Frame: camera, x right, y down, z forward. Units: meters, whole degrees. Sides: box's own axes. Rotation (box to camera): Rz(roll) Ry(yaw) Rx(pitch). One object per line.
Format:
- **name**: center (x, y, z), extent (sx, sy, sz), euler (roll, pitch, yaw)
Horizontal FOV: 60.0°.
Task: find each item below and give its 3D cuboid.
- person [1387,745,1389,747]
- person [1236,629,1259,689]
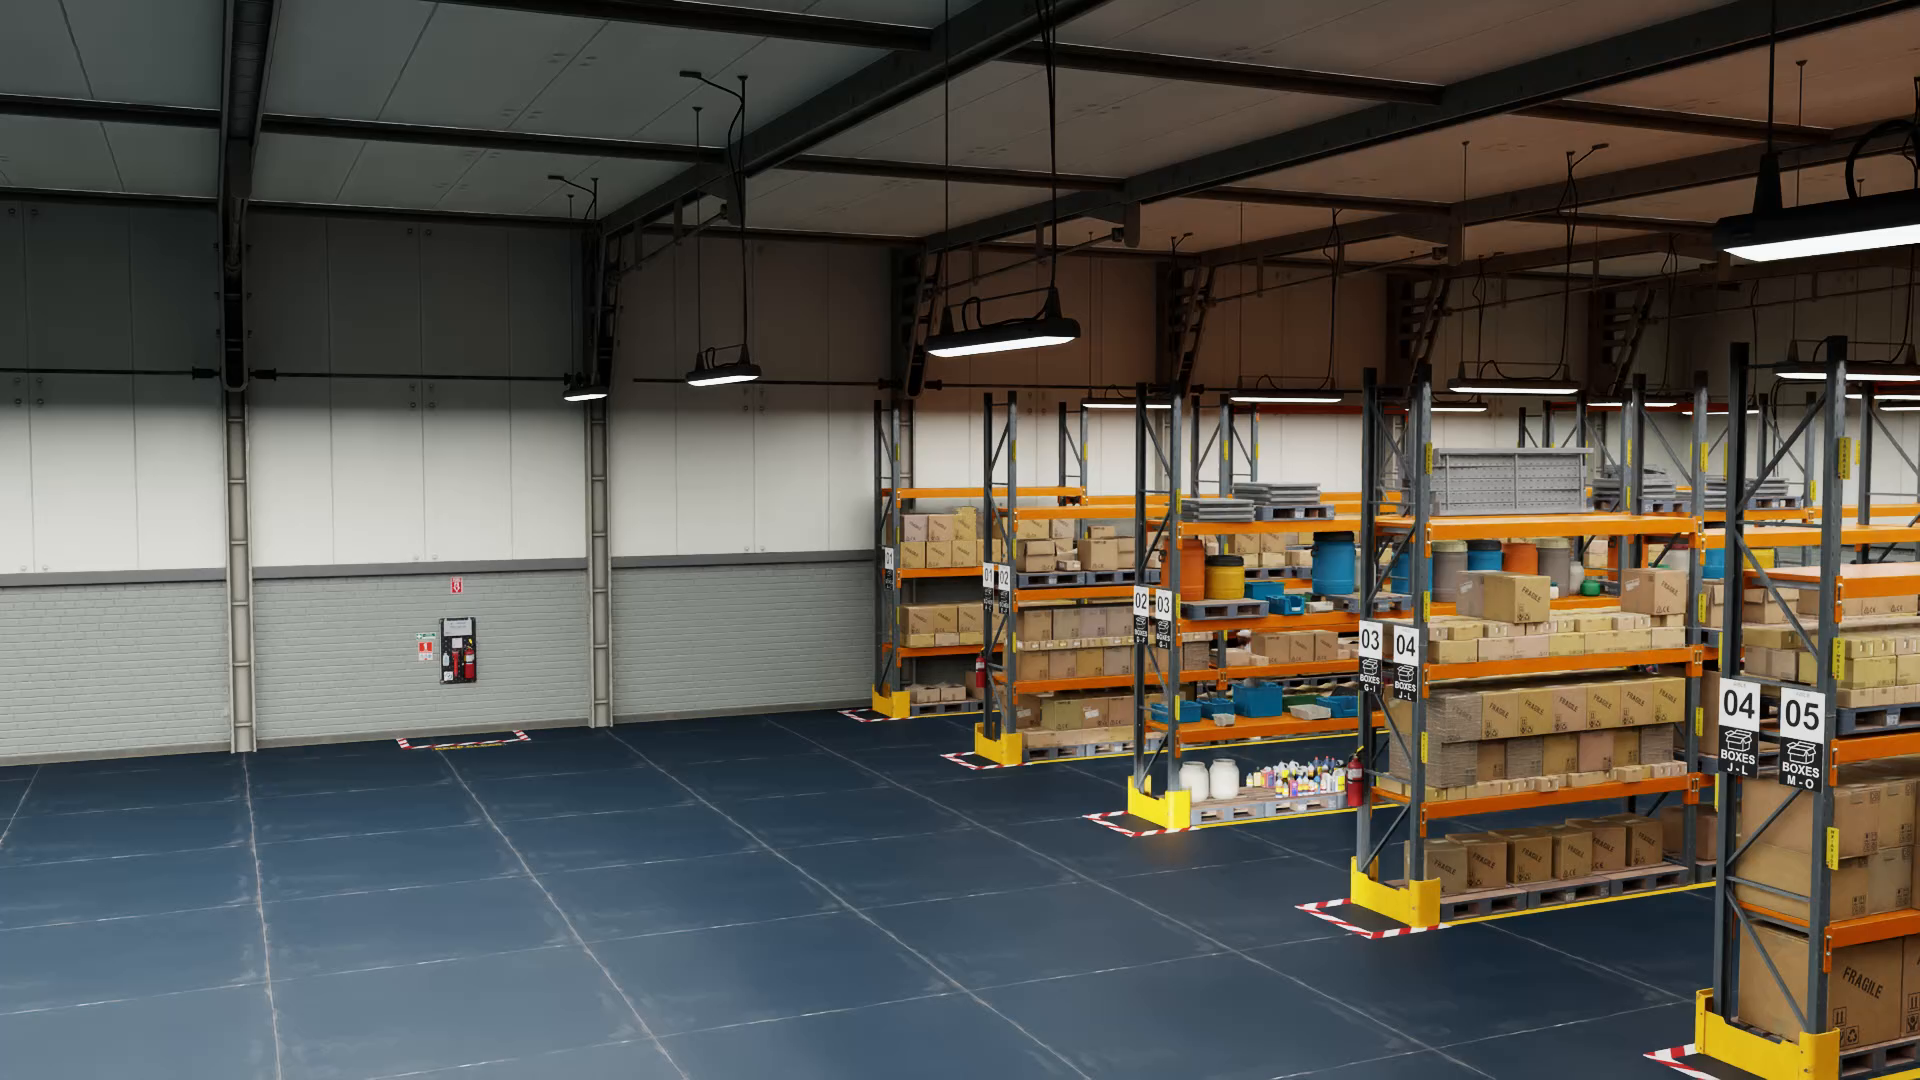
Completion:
- **person**: center (7.602, 2.665, 28.133), extent (1.093, 1.714, 0.675), euler (-2, 4, -28)
- **person**: center (5.510, 2.506, 31.335), extent (0.680, 1.672, 0.729), euler (-1, 3, -15)
